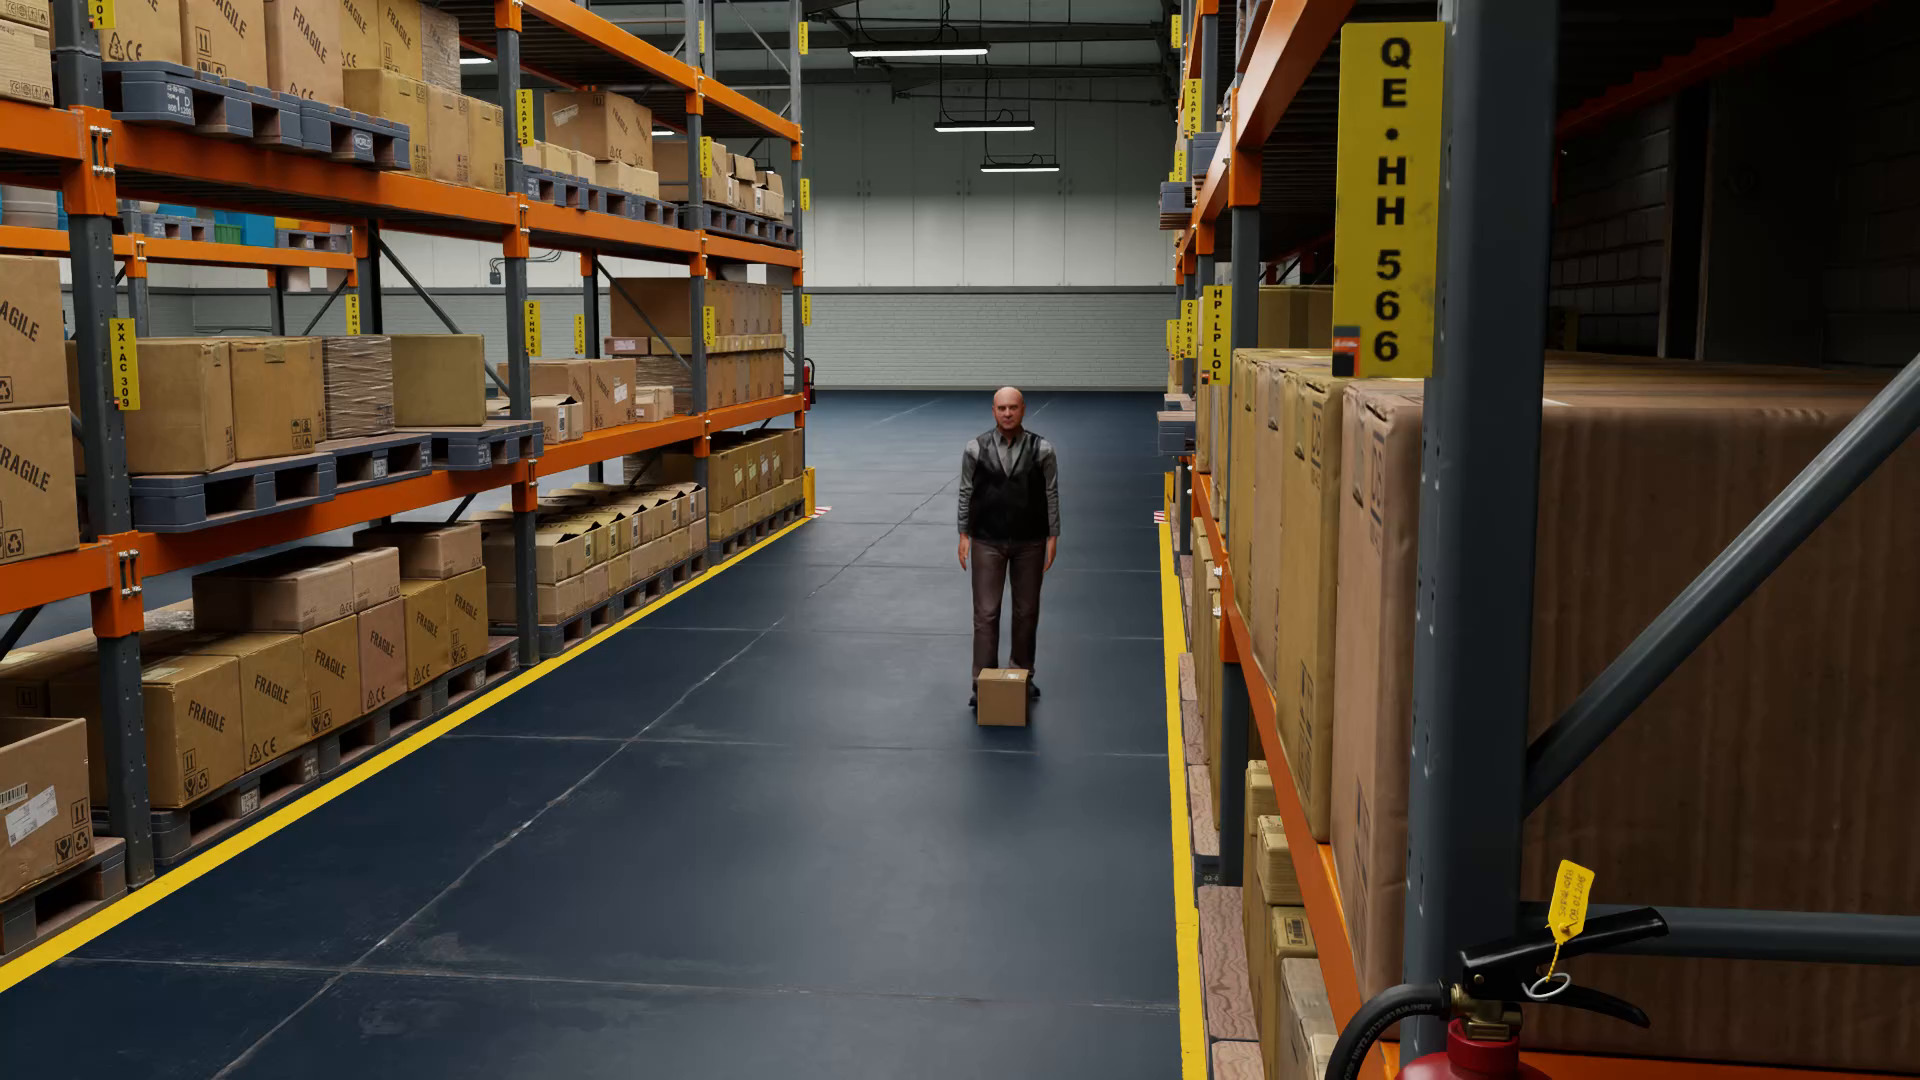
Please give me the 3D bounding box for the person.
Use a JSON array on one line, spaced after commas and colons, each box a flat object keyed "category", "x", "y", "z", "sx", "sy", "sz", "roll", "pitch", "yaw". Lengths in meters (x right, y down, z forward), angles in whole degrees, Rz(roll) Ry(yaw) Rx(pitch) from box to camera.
[{"category": "person", "x": 0.267, "y": 0.094, "z": 9.165, "sx": 0.562, "sy": 1.474, "sz": 0.418, "roll": 0, "pitch": 8, "yaw": -1}]
